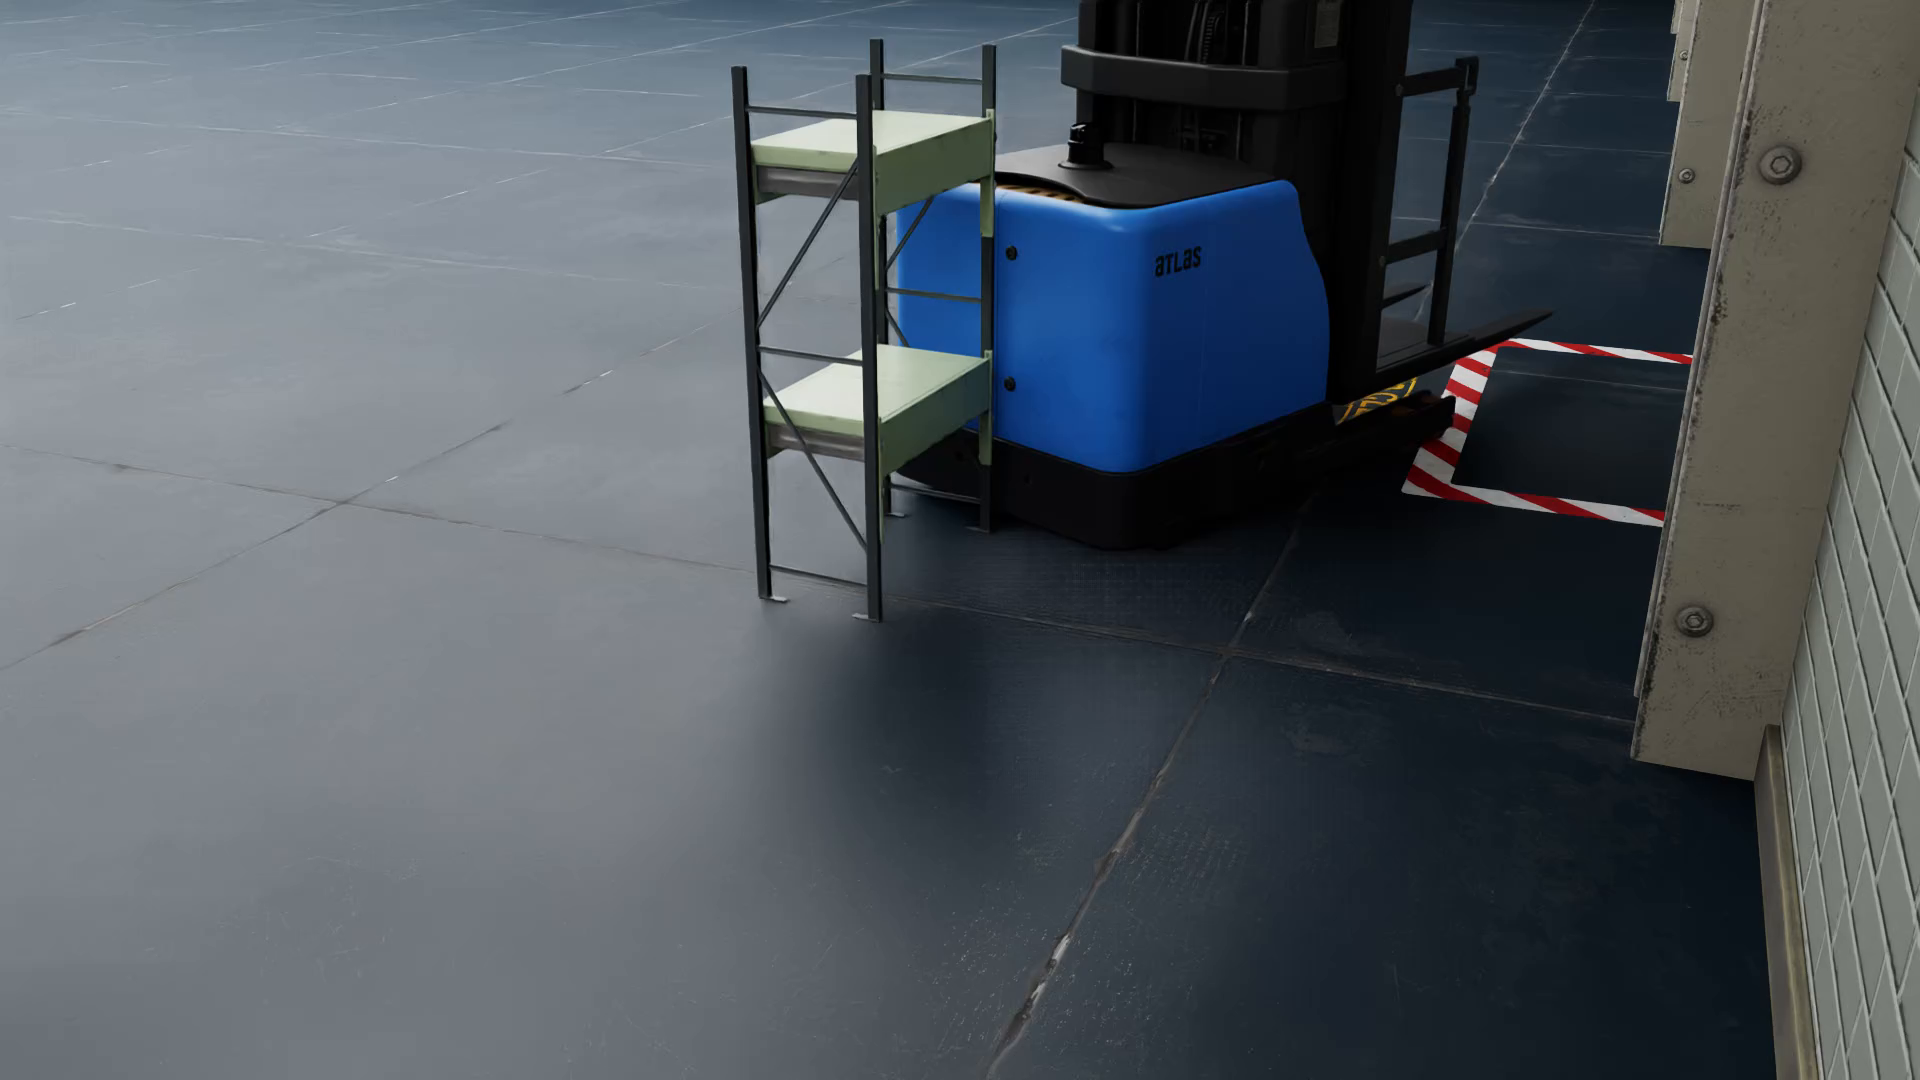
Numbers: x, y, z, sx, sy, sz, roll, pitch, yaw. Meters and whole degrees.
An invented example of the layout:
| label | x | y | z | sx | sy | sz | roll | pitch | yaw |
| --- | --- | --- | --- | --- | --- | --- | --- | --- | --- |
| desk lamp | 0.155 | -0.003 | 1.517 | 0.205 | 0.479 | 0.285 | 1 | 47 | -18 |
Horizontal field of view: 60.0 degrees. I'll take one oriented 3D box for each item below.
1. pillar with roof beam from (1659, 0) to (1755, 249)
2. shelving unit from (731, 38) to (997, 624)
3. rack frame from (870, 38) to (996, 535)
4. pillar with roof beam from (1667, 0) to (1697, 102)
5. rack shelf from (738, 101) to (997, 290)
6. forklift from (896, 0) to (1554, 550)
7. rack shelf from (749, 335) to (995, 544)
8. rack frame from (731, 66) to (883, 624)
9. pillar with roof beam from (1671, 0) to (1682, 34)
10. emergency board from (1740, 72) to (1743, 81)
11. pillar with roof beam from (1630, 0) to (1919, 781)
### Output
| label | x | y | z | sx | sy | sz | roll | pitch | yaw |
| --- | --- | --- | --- | --- | --- | --- | --- | --- | --- |
| pillar with roof beam | 0.059 | -6.439 | 8.990 | 9.100 | 9.000 | 0.400 | 9 | 24 | 20 |
| shelving unit | -0.242 | -0.619 | 4.786 | 0.431 | 1.500 | 0.755 | 11 | 25 | 24 |
| rack frame | -0.081 | -0.746 | 5.089 | 0.400 | 1.500 | 0.023 | 11 | 25 | 24 |
| pillar with roof beam | 2.287 | -8.586 | 14.131 | 9.100 | 9.000 | 0.400 | 9 | 24 | 20 |
| rack shelf | -0.242 | -0.979 | 4.635 | 0.431 | 0.370 | 0.720 | 11 | 25 | 24 |
| forklift | 1.184 | -1.794 | 5.742 | 3.031 | 2.935 | 1.130 | -21 | 30 | -40 |
| rack shelf | -0.242 | -0.318 | 4.912 | 0.431 | 0.370 | 0.720 | 11 | 25 | 24 |
| rack frame | -0.403 | -0.492 | 4.483 | 0.400 | 1.500 | 0.023 | 11 | 25 | 24 |
| pillar with roof beam | 4.516 | -10.733 | 19.271 | 9.100 | 9.000 | 0.400 | 9 | 24 | 20 |
| emergency board | 2.780 | -1.786 | 5.635 | 0.194 | 1.169 | 0.643 | 9 | 24 | 20 |
| pillar with roof beam | -2.170 | -4.292 | 3.850 | 9.100 | 9.000 | 0.400 | 9 | 24 | 20 |
